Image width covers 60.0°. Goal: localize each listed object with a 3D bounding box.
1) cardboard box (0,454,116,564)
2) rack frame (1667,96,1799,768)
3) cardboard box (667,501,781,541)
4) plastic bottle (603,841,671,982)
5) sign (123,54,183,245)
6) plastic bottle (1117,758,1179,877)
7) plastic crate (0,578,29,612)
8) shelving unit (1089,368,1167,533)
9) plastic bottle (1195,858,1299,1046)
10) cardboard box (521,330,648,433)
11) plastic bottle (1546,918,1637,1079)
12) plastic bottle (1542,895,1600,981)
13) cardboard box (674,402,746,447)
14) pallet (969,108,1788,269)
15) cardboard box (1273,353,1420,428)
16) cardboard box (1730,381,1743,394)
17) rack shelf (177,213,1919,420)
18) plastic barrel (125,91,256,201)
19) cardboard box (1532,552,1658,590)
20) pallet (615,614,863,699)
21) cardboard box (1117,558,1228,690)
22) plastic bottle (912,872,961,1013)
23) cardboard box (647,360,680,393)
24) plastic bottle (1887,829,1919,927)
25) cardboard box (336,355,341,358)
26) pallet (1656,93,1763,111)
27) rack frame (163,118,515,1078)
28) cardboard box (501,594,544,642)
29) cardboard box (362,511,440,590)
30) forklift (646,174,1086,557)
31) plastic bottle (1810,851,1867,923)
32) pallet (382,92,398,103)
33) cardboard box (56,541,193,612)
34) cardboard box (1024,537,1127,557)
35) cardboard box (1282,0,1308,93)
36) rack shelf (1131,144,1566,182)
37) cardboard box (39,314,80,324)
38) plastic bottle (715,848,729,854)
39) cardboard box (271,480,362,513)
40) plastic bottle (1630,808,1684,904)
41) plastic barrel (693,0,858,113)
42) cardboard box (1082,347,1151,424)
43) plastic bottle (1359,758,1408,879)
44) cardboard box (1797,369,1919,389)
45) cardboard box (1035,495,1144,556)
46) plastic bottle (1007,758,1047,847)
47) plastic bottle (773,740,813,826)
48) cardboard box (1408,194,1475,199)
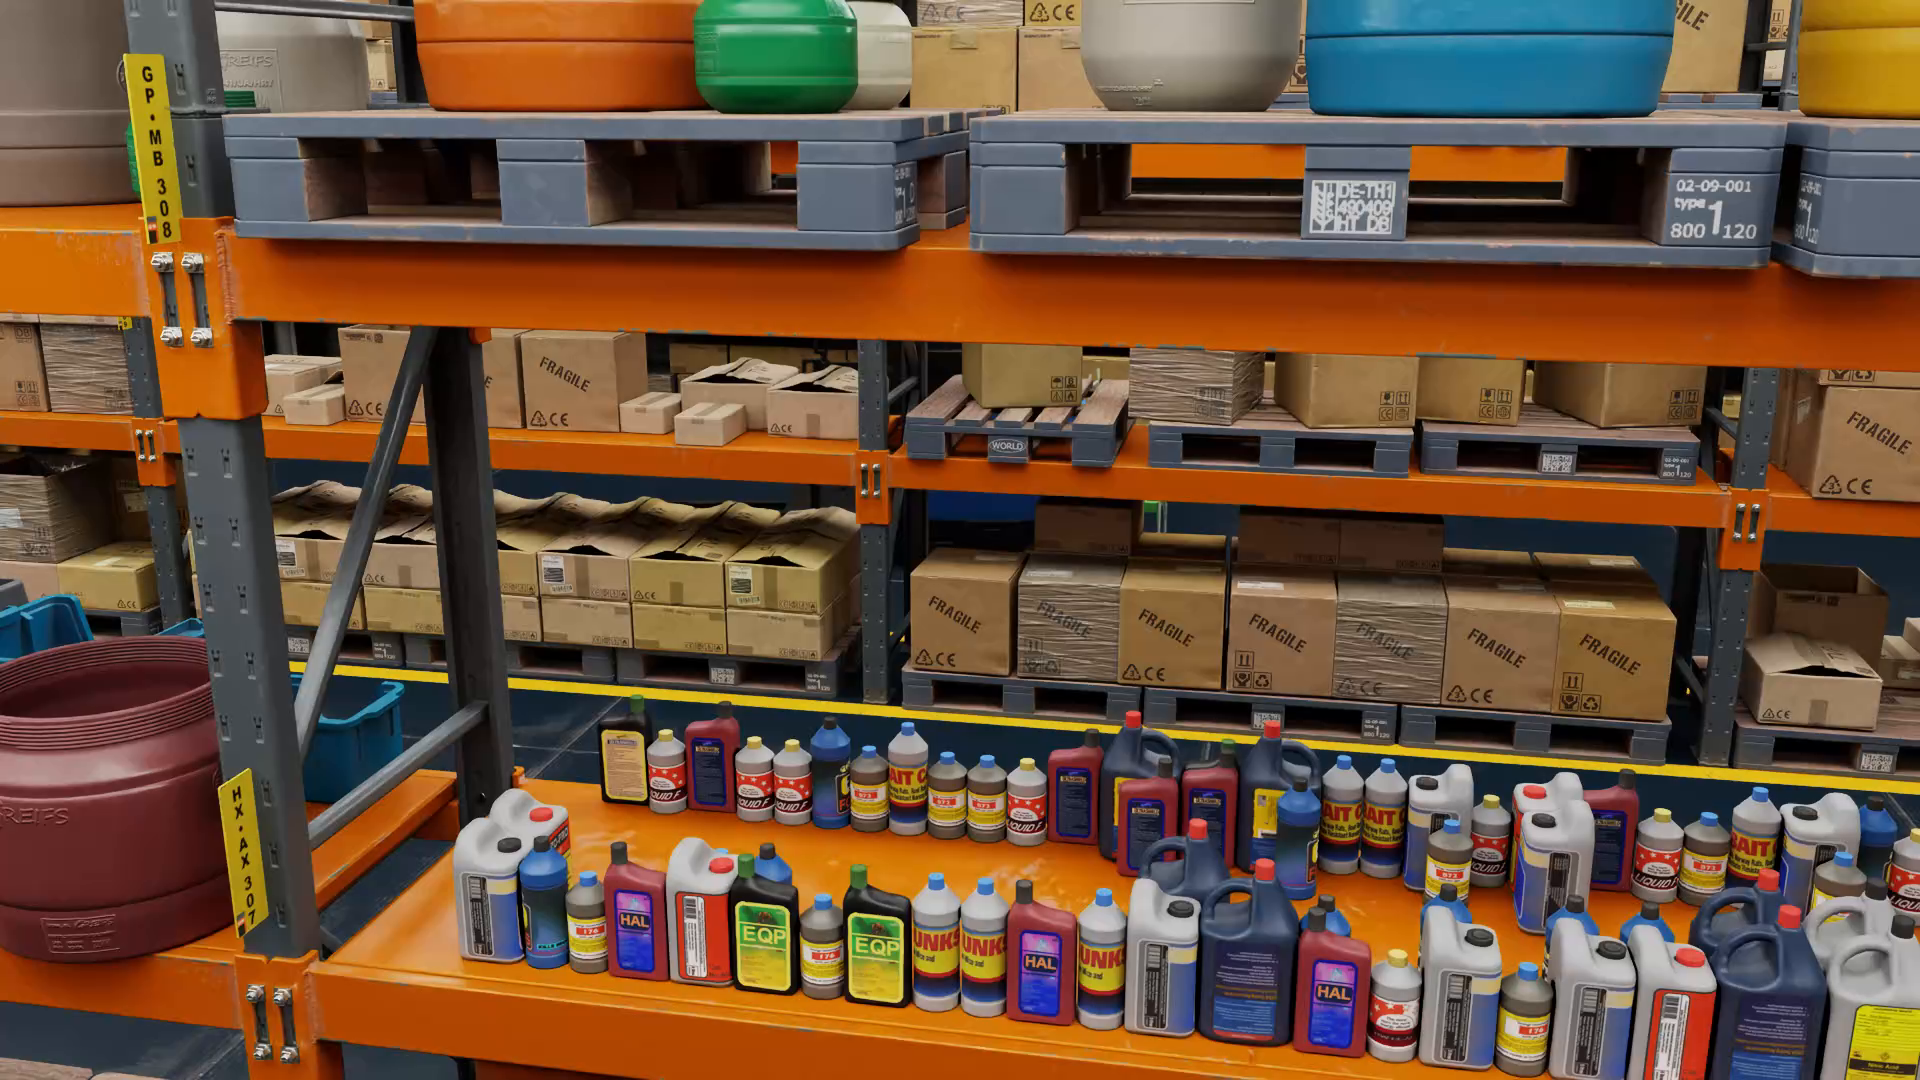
[{"bbox_3d":[-5.239,-0.185,9.502,0.500,0.500,0.500,3,16,11],"label":"cardboard box"},{"bbox_3d":[3.587,-0.524,7.765,0.127,3.000,1.000,3,16,11],"label":"rack frame"},{"bbox_3d":[-1.304,-0.015,9.240,0.500,0.311,0.500,3,16,10],"label":"cardboard box"},{"bbox_3d":[-0.651,0.752,3.377,0.133,0.283,0.061,3,16,11],"label":"plastic bottle"},{"bbox_3d":[-1.427,-0.692,2.948,0.005,0.325,0.100,3,16,11],"label":"sign"},{"bbox_3d":[0.430,0.633,3.805,0.133,0.283,0.061,3,16,11],"label":"plastic bottle"},{"bbox_3d":[-2.847,0.362,4.446,0.583,0.464,0.402,3,16,11],"label":"plastic crate"},{"bbox_3d":[1.125,-0.522,11.128,0.503,1.200,0.258,5,16,17],"label":"shelving unit"},{"bbox_3d":[0.550,0.773,3.173,0.185,0.351,0.144,3,16,11],"label":"plastic bottle"},{"bbox_3d":[-1.981,-0.870,8.826,0.500,0.500,0.500,2,16,8],"label":"cardboard box"},{"bbox_3d":[1.161,0.842,3.067,0.135,0.276,0.152,3,16,11],"label":"plastic bottle"},{"bbox_3d":[1.168,0.810,3.189,0.097,0.271,0.097,0,15,0],"label":"plastic bottle"},{"bbox_3d":[-1.270,-0.591,8.478,0.250,0.149,0.380,3,16,11],"label":"cardboard box"},{"bbox_3d":[0.696,-0.659,2.986,1.213,0.211,1.003,3,16,11],"label":"pallet"},{"bbox_3d":[1.843,-0.852,7.976,0.500,0.500,0.700,-1,16,-3],"label":"cardboard box"},{"bbox_3d":[5.955,-1.082,12.460,0.250,0.149,0.380,3,16,9],"label":"cardboard box"},{"bbox_3d":[0.636,-0.434,3.167,4.000,0.370,1.077,3,16,11],"label":"rack shelf"},{"bbox_3d":[-1.576,-0.812,3.475,0.294,0.245,0.294,0,15,0],"label":"plastic barrel"},{"bbox_3d":[3.161,0.379,8.363,0.500,0.500,0.500,2,16,9],"label":"cardboard box"},{"bbox_3d":[-1.132,0.553,9.100,1.213,0.211,1.003,3,16,11],"label":"pallet"},{"bbox_3d":[1.061,0.409,8.254,0.500,0.500,0.500,3,16,10],"label":"cardboard box"},{"bbox_3d":[-0.046,0.786,3.278,0.097,0.271,0.097,0,15,0],"label":"plastic bottle"},{"bbox_3d":[-2.545,-1.218,14.129,0.500,0.500,0.700,4,16,13],"label":"cardboard box"},{"bbox_3d":[2.074,0.728,3.618,0.097,0.201,0.097,0,15,0],"label":"plastic bottle"},{"bbox_3d":[-5.262,-1.323,14.508,0.500,0.500,0.700,2,16,8],"label":"cardboard box"},{"bbox_3d":[2.961,-1.932,7.581,1.003,0.211,1.213,3,16,11],"label":"pallet"},{"bbox_3d":[-1.324,0.559,3.856,0.127,3.000,1.000,3,16,11],"label":"rack frame"},{"bbox_3d":[-2.400,0.341,9.006,0.500,0.250,0.500,3,16,12],"label":"cardboard box"},{"bbox_3d":[-2.901,0.045,9.023,0.500,0.311,0.500,3,16,9],"label":"cardboard box"},{"bbox_3d":[-0.678,-1.383,10.993,3.031,2.935,1.130,0,15,-1],"label":"forklift"},{"bbox_3d":[1.853,0.757,3.512,0.097,0.201,0.097,0,15,0],"label":"plastic bottle"},{"bbox_3d":[-2.113,-2.163,8.415,1.213,0.211,1.003,4,16,14],"label":"pallet"},{"bbox_3d":[-4.751,0.206,9.495,0.500,0.250,0.500,3,16,11],"label":"cardboard box"},{"bbox_3d":[0.630,0.244,8.850,0.500,0.500,0.500,4,16,13],"label":"cardboard box"},{"bbox_3d":[1.800,-2.385,7.701,0.600,0.600,0.600,2,16,9],"label":"cardboard box"},{"bbox_3d":[1.627,-1.729,7.844,4.000,0.370,1.077,3,16,11],"label":"rack shelf"},{"bbox_3d":[-4.804,-1.282,9.100,0.250,0.149,0.380,3,16,10],"label":"cardboard box"},{"bbox_3d":[-0.504,0.753,3.526,0.097,0.201,0.097,0,15,0],"label":"plastic bottle"},{"bbox_3d":[-3.799,-0.151,9.730,0.500,0.311,0.500,3,16,11],"label":"cardboard box"},{"bbox_3d":[1.561,0.700,3.718,0.097,0.201,0.097,0,15,0],"label":"plastic bottle"},{"bbox_3d":[-0.331,-0.898,2.999,0.294,0.245,0.294,0,15,0],"label":"plastic barrel"},{"bbox_3d":[1.345,-1.126,13.177,0.750,0.750,0.750,3,16,10],"label":"cardboard box"},{"bbox_3d":[0.975,0.634,3.824,0.097,0.271,0.097,0,15,0],"label":"plastic bottle"},{"bbox_3d":[3.992,-0.955,7.262,0.500,0.500,0.500,4,16,13],"label":"cardboard box"},{"bbox_3d":[0.686,-0.115,8.743,0.500,0.250,0.500,4,16,13],"label":"cardboard box"},{"bbox_3d":[0.161,0.624,3.993,0.097,0.201,0.097,0,15,0],"label":"plastic bottle"},{"bbox_3d":[-0.412,0.593,4.105,0.097,0.201,0.097,0,15,0],"label":"plastic bottle"},{"bbox_3d":[3.657,-2.501,12.716,0.500,0.250,0.500,3,16,12],"label":"cardboard box"}]
